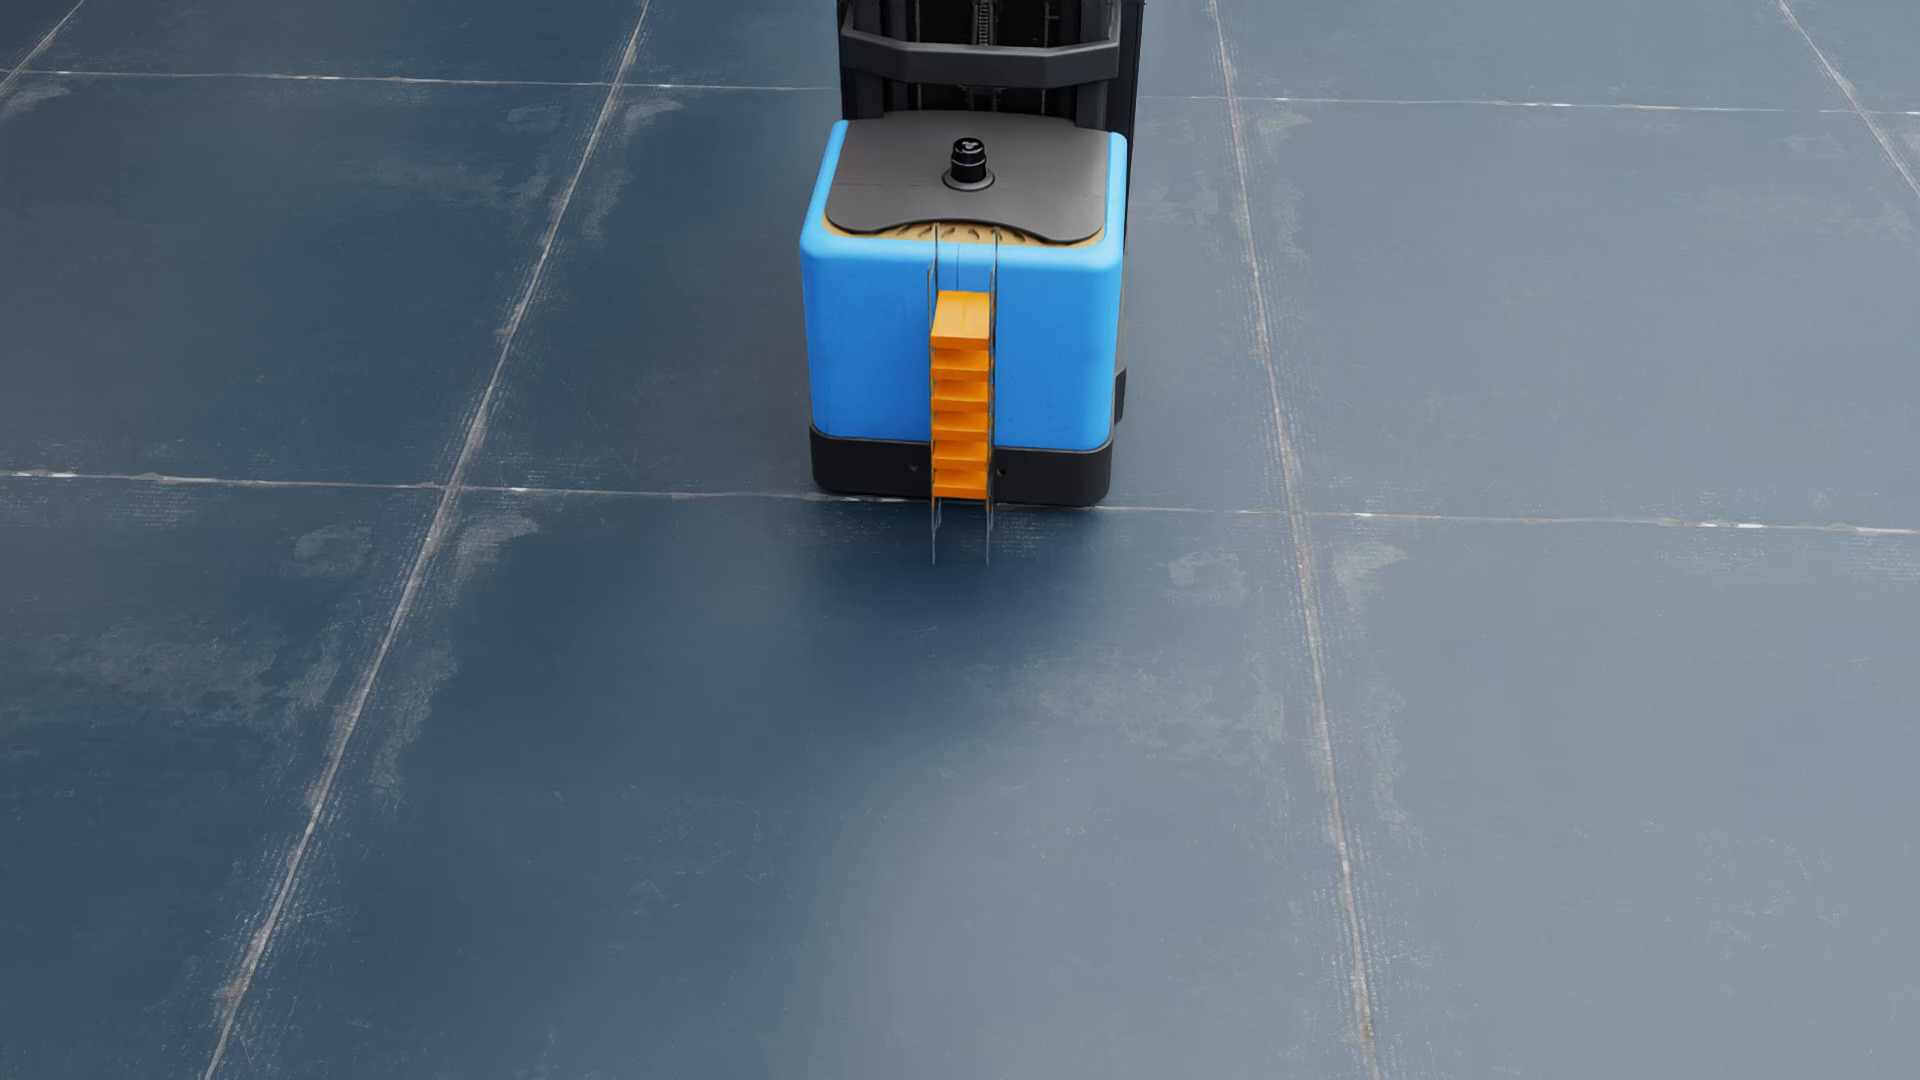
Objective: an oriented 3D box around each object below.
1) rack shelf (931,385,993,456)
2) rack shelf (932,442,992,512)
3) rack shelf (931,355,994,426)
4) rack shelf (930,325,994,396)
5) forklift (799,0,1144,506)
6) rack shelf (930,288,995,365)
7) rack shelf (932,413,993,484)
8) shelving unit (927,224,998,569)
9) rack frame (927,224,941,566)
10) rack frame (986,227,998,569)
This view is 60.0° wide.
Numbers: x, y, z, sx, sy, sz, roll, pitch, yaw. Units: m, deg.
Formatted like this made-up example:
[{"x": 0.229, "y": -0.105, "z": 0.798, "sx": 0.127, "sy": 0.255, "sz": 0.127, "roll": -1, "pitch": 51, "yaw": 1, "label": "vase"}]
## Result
[{"x": 0.011, "y": -0.395, "z": 5.359, "sx": 0.180, "sy": 0.103, "sz": 0.258, "roll": 4, "pitch": 43, "yaw": 4, "label": "rack shelf"}, {"x": 0.011, "y": -0.219, "z": 5.523, "sx": 0.180, "sy": 0.103, "sz": 0.258, "roll": 4, "pitch": 43, "yaw": 4, "label": "rack shelf"}, {"x": 0.010, "y": -0.483, "z": 5.277, "sx": 0.180, "sy": 0.103, "sz": 0.258, "roll": 4, "pitch": 43, "yaw": 4, "label": "rack shelf"}, {"x": 0.010, "y": -0.571, "z": 5.196, "sx": 0.180, "sy": 0.103, "sz": 0.258, "roll": 4, "pitch": 43, "yaw": 4, "label": "rack shelf"}, {"x": 0.129, "y": -2.192, "z": 5.953, "sx": 1.130, "sy": 2.935, "sz": 3.031, "roll": 4, "pitch": 43, "yaw": 4, "label": "forklift"}, {"x": 0.010, "y": -0.658, "z": 5.114, "sx": 0.180, "sy": 0.103, "sz": 0.258, "roll": 4, "pitch": 43, "yaw": 4, "label": "rack shelf"}, {"x": 0.011, "y": -0.307, "z": 5.441, "sx": 0.180, "sy": 0.103, "sz": 0.258, "roll": 4, "pitch": 43, "yaw": 4, "label": "rack shelf"}, {"x": 0.010, "y": -0.428, "z": 5.329, "sx": 0.189, "sy": 1.200, "sz": 0.258, "roll": 4, "pitch": 43, "yaw": 4, "label": "shelving unit"}, {"x": -0.081, "y": -0.433, "z": 5.335, "sx": 0.006, "sy": 1.200, "sz": 0.240, "roll": 4, "pitch": 43, "yaw": 4, "label": "rack frame"}, {"x": 0.102, "y": -0.422, "z": 5.323, "sx": 0.006, "sy": 1.200, "sz": 0.240, "roll": 4, "pitch": 43, "yaw": 4, "label": "rack frame"}]
